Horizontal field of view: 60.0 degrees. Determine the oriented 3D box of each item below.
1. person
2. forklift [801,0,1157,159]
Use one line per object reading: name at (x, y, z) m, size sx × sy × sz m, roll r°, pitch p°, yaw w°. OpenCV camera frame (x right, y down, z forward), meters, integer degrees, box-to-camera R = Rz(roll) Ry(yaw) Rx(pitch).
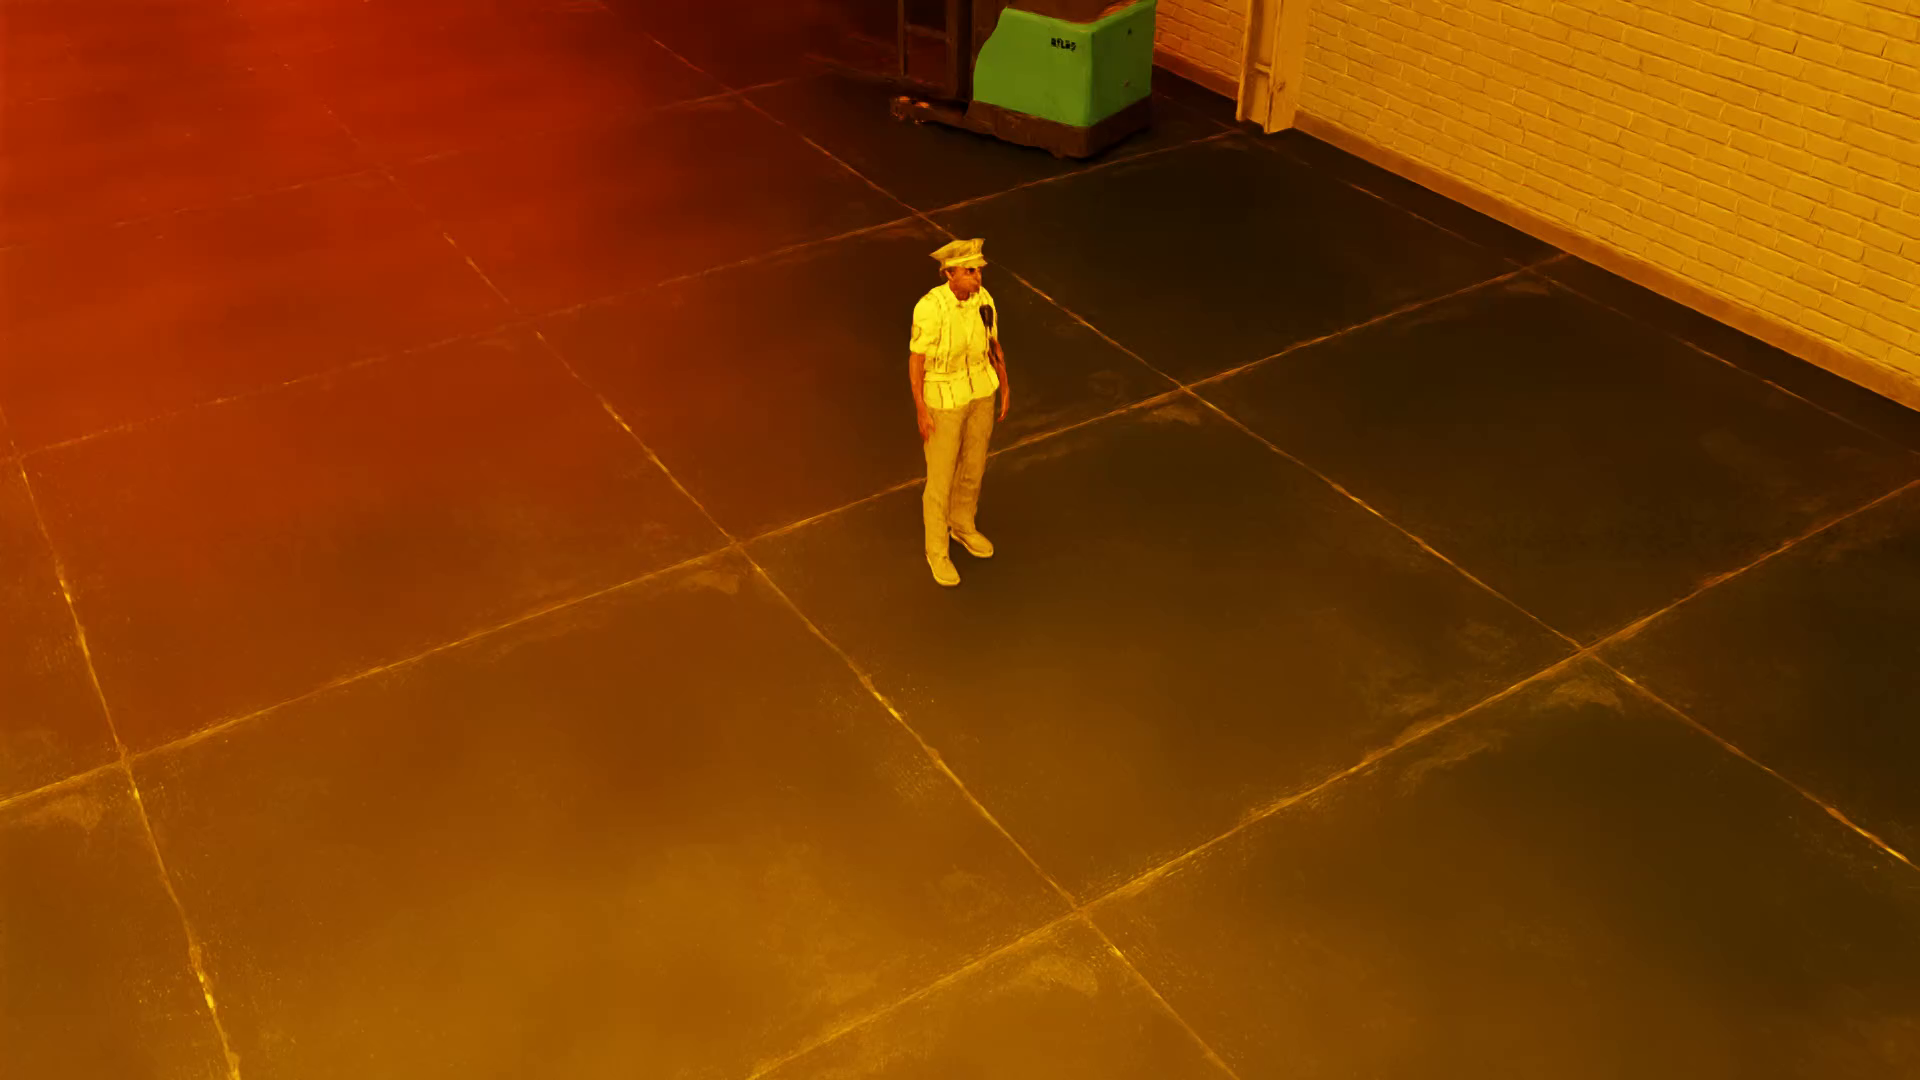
person at (0.016, -0.653, 8.142) m, size 0.550 × 1.693 × 0.529 m, roll -21°, pitch 40°, yaw -27°
forklift at (0.050, -4.808, 12.990) m, size 3.031 × 2.935 × 1.130 m, roll 23°, pitch 41°, yaw 29°
